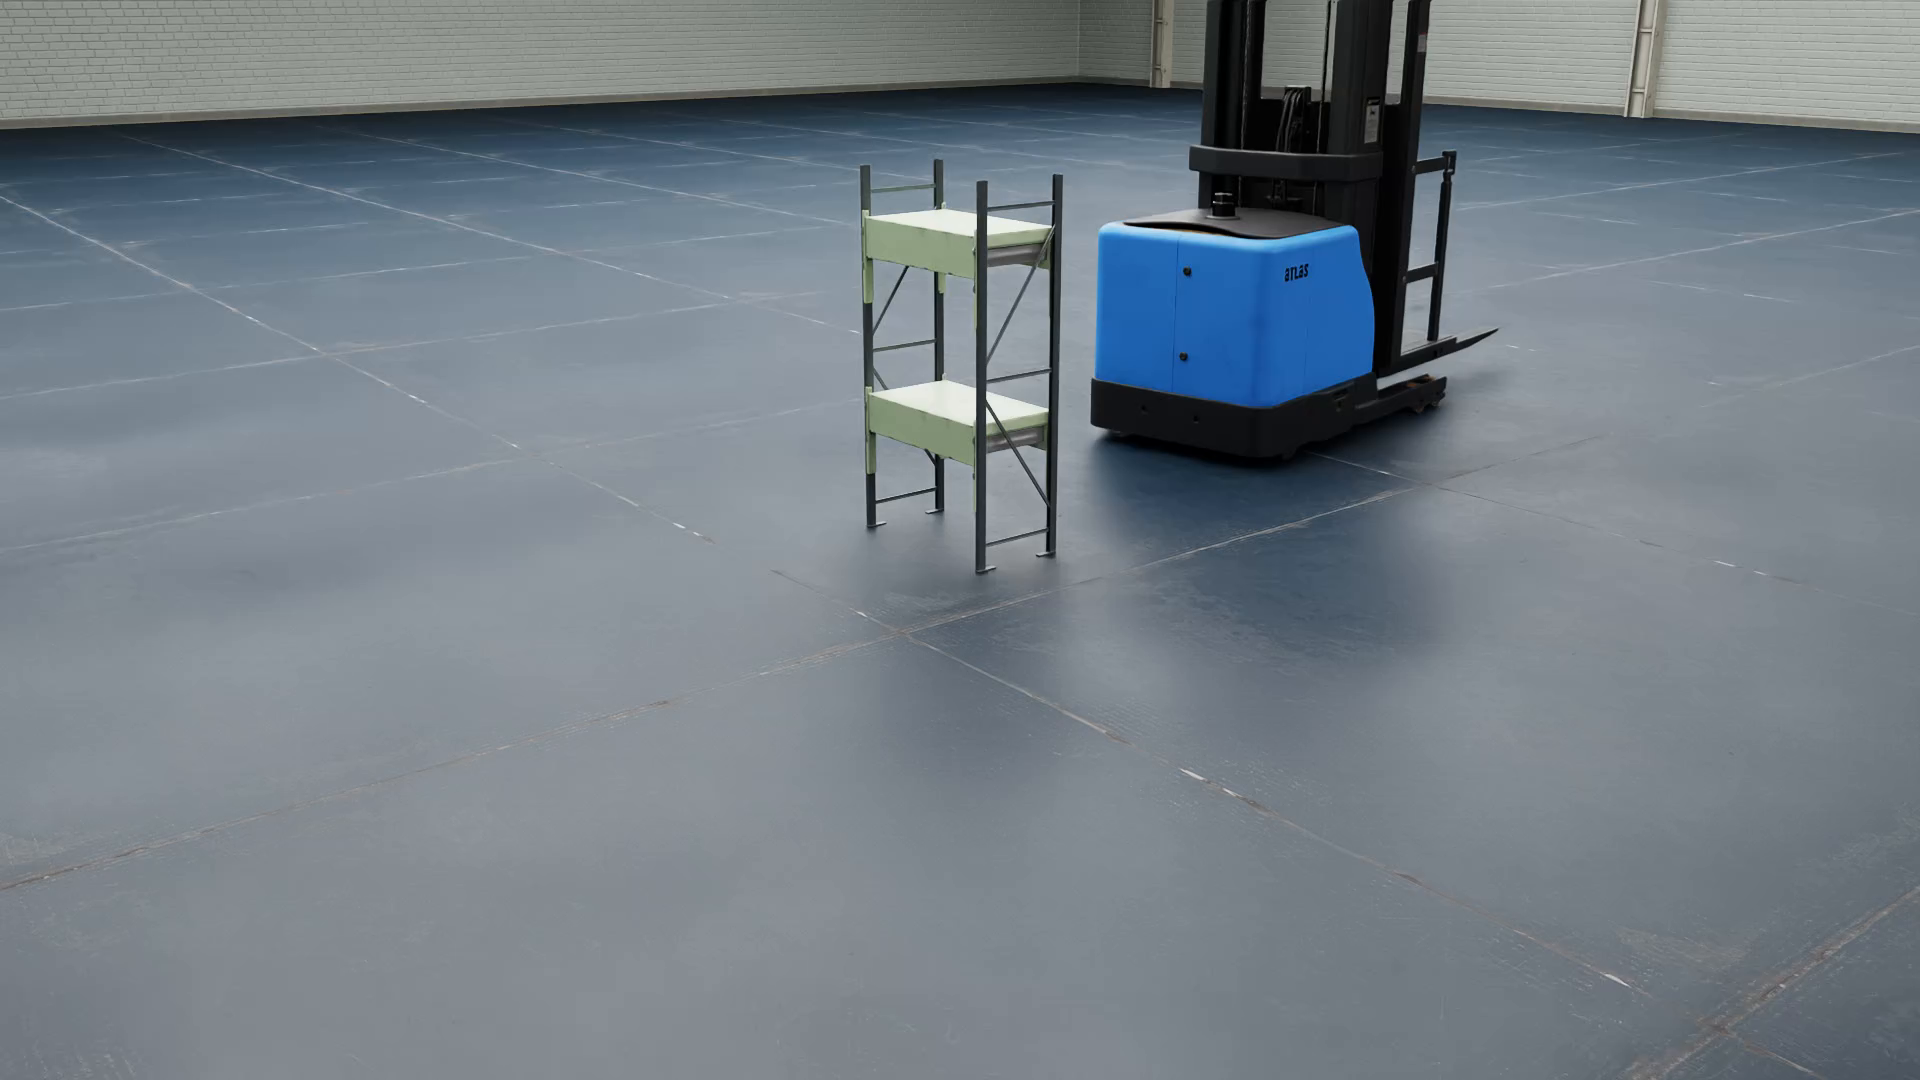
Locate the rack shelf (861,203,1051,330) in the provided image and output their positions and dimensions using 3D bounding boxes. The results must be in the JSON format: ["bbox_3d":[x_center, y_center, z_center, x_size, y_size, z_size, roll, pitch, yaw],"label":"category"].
[{"bbox_3d":[-0.004,-1.084,6.509,0.431,0.370,0.720,-14,23,-36],"label":"rack shelf"}]

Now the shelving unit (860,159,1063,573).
[{"bbox_3d":[-0.004,-0.714,6.632,0.431,1.500,0.755,-14,23,-36],"label":"shelving unit"}]

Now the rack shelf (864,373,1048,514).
[{"bbox_3d":[-0.004,-0.404,6.734,0.431,0.370,0.720,-14,23,-36],"label":"rack shelf"}]

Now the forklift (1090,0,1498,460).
[{"bbox_3d":[2.000,-2.162,8.729,1.130,2.935,3.031,15,24,38],"label":"forklift"}]

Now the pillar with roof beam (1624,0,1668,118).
[{"bbox_3d":[8.716,-10.973,25.686,9.100,9.000,0.400,-14,23,-36],"label":"pillar with roof beam"}]

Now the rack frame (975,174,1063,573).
[{"bbox_3d":[0.223,-0.623,6.359,0.400,1.500,0.023,-14,23,-36],"label":"rack frame"}]

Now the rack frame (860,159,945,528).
[{"bbox_3d":[-0.231,-0.804,6.904,0.400,1.500,0.023,-14,23,-36],"label":"rack frame"}]

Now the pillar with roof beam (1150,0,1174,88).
[{"bbox_3d":[1.266,-13.930,34.616,9.100,9.000,0.400,-14,23,-36],"label":"pillar with roof beam"}]
